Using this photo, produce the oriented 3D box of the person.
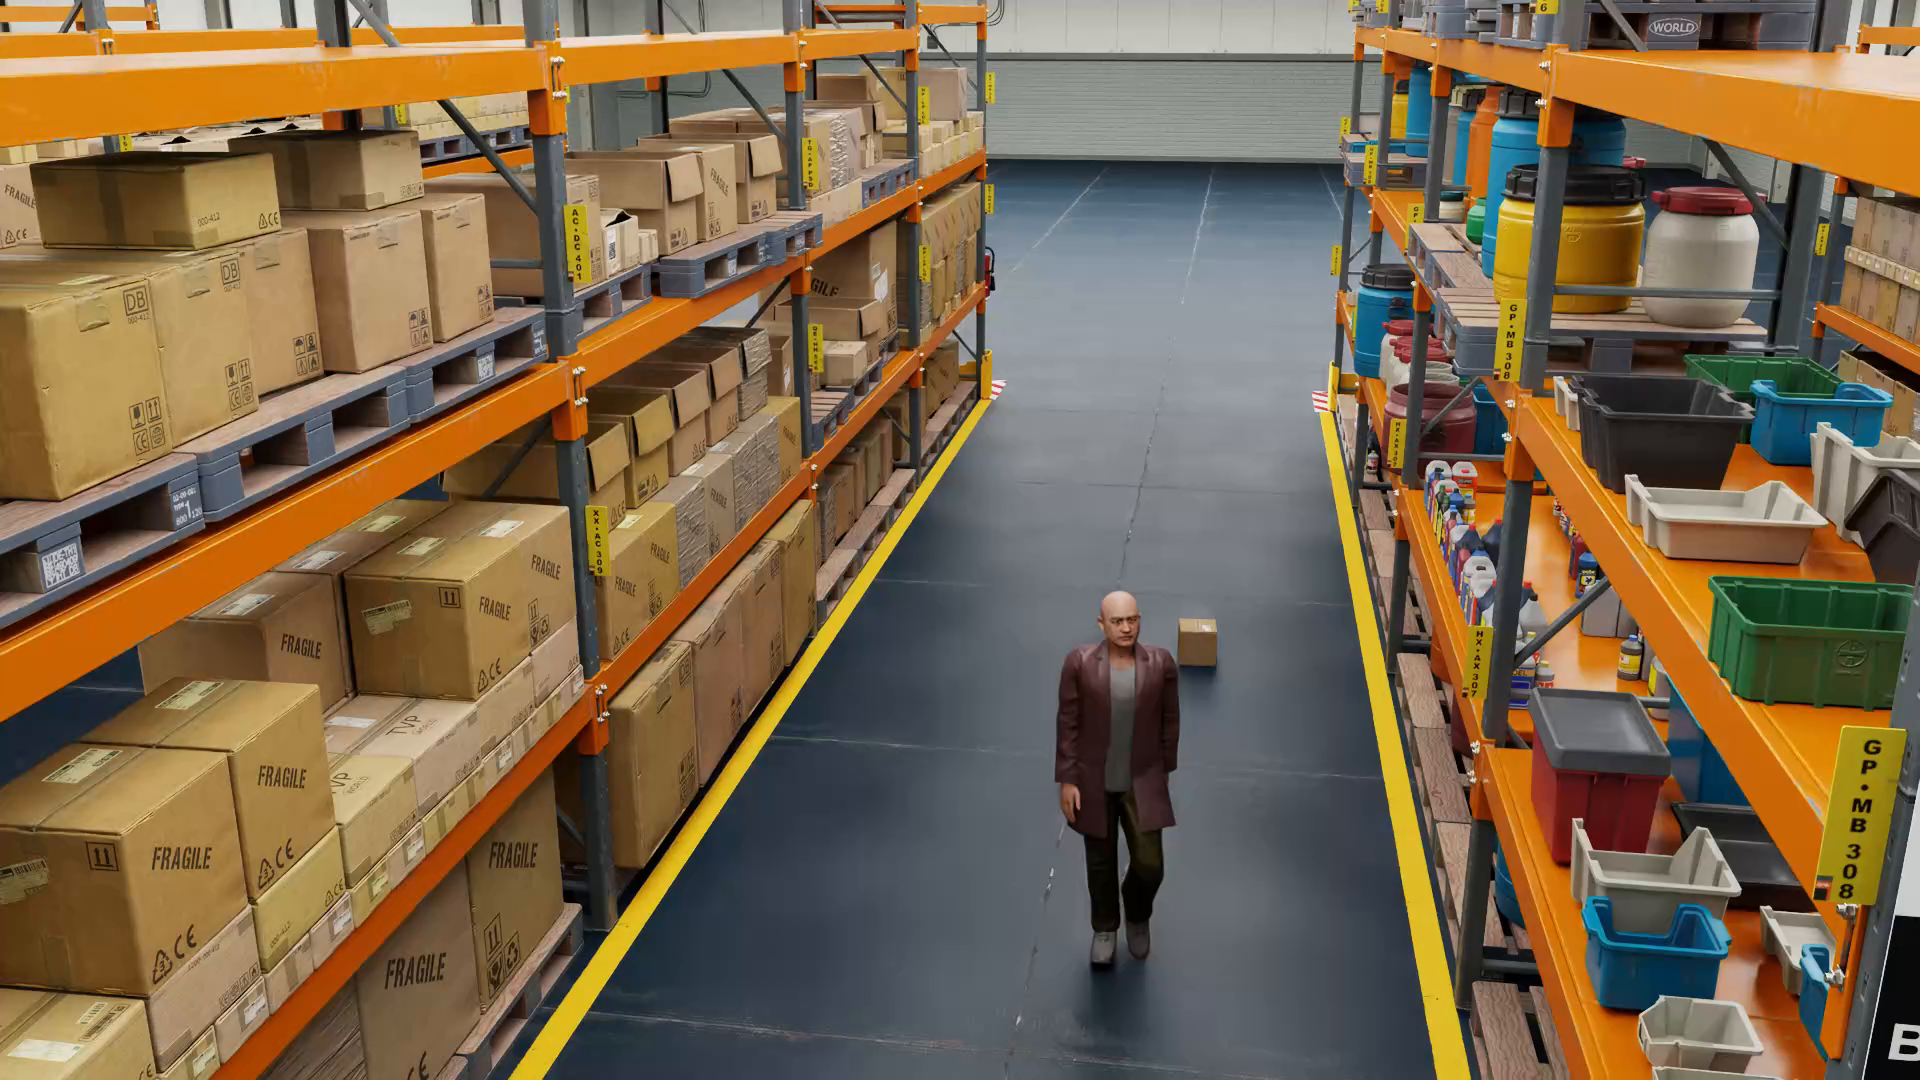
[{"bbox_3d":[0.711,1.111,7.544,0.570,1.796,0.477,1,18,4],"label":"person"}]
